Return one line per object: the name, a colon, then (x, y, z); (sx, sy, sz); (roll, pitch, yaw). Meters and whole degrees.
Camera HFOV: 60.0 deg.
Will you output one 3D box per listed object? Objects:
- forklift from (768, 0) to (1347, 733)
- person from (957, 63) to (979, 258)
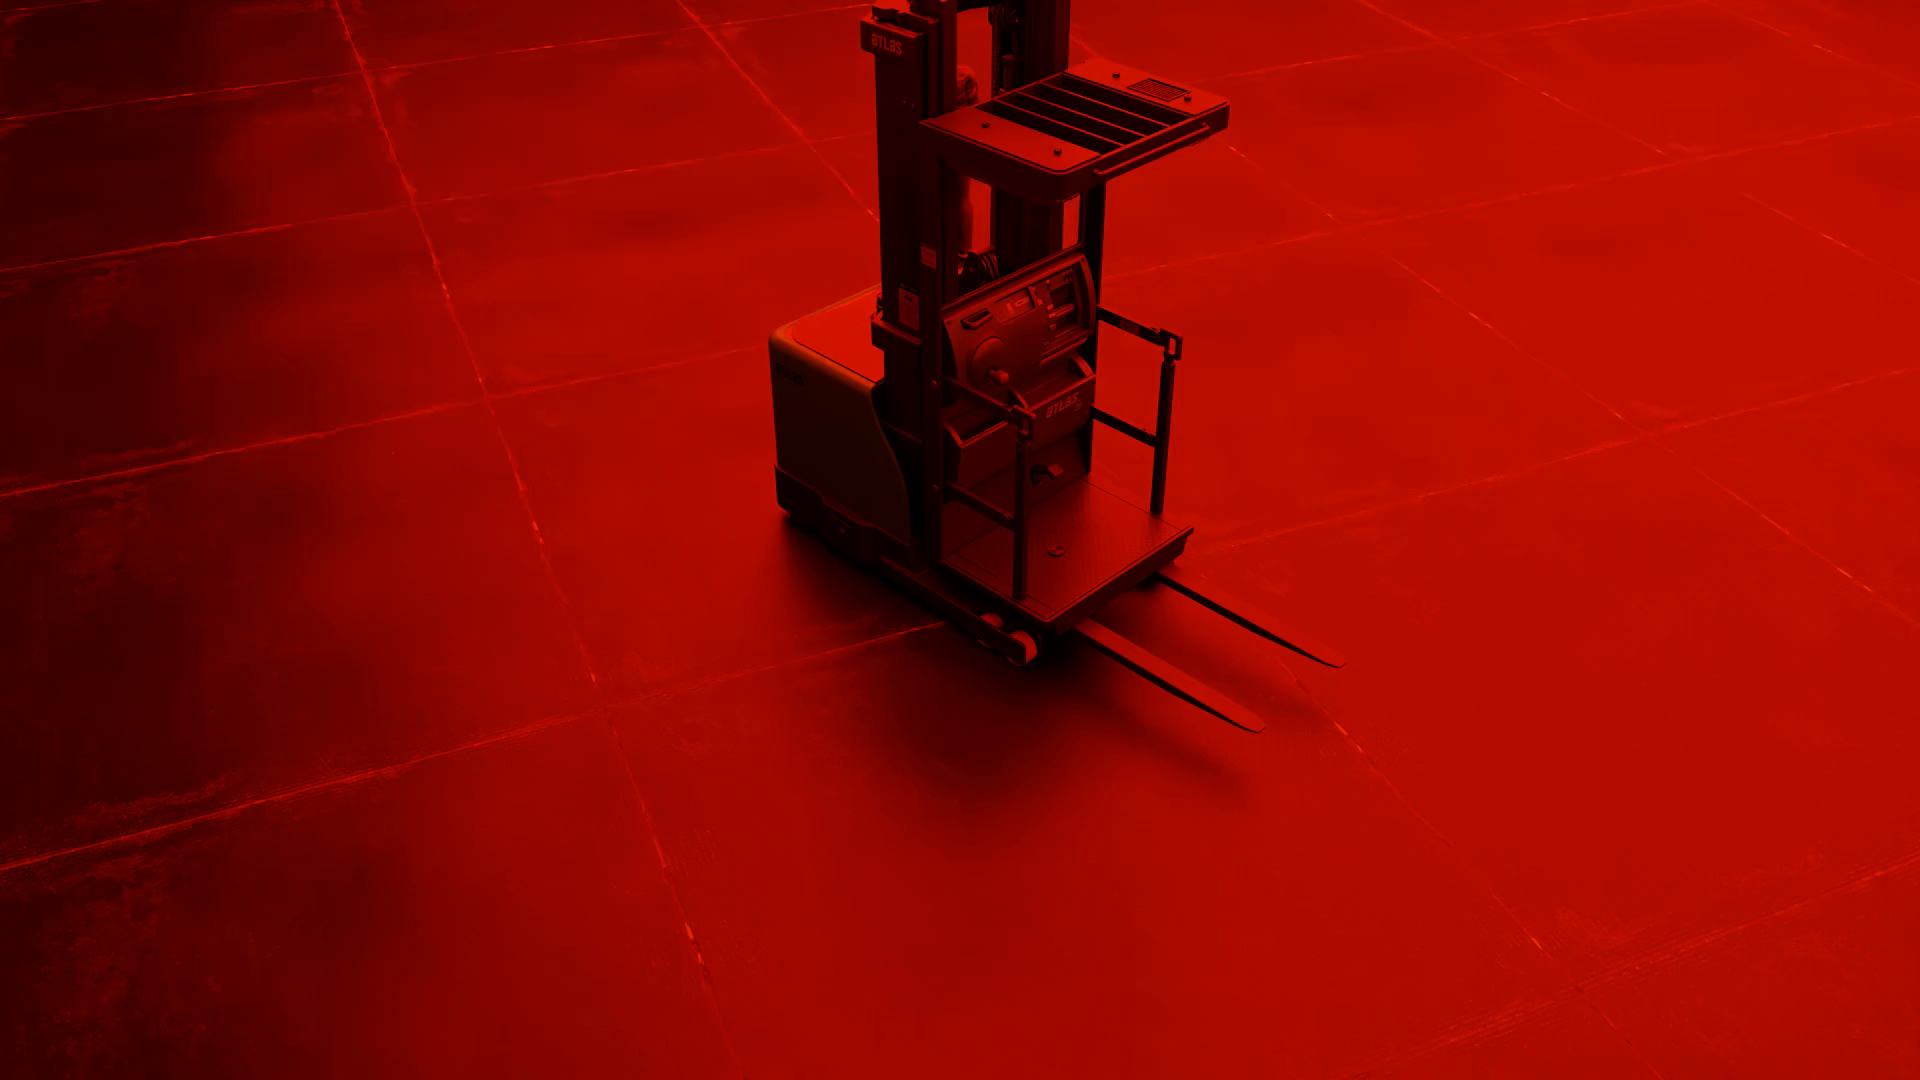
forklift: (0.432, -0.946, 7.429); (3.031, 2.935, 1.130); (30, 45, 35)
person: (-0.141, -2.548, 10.771); (0.569, 1.654, 0.504); (-15, 38, -20)
